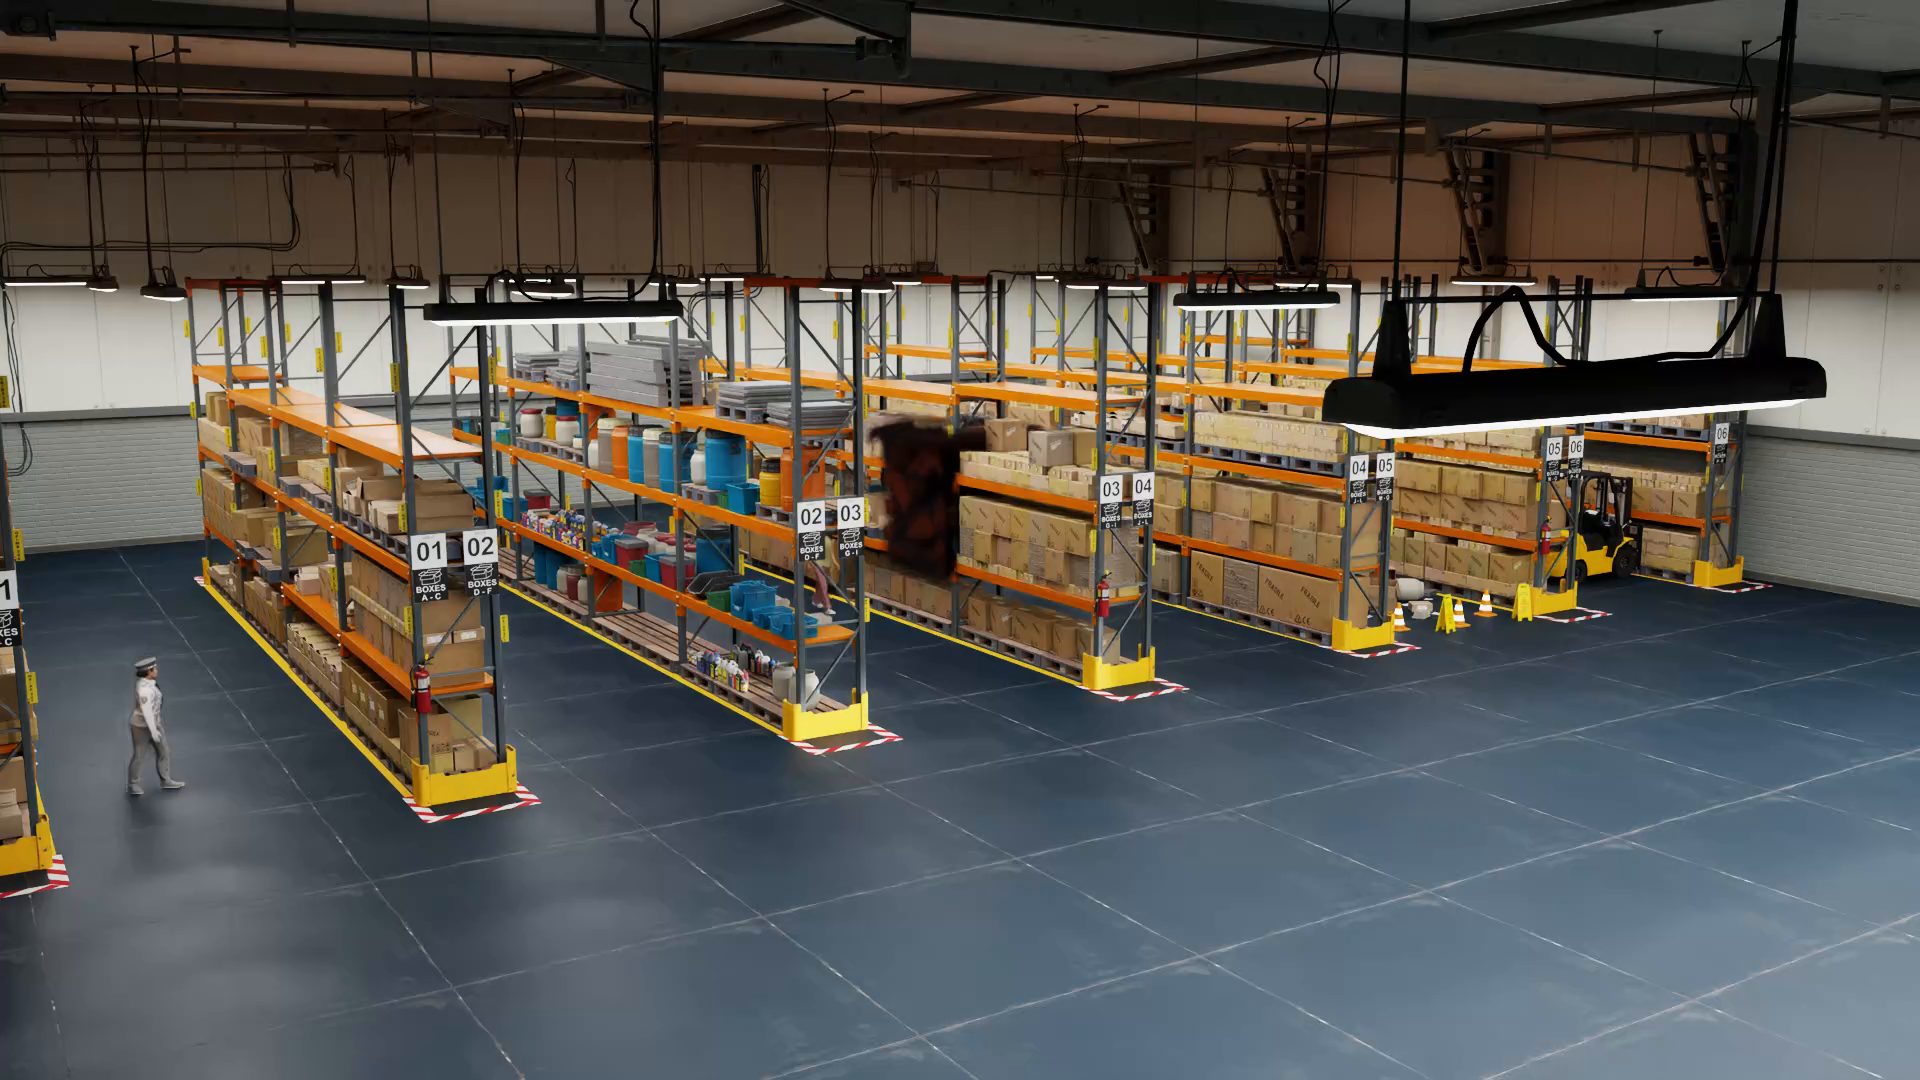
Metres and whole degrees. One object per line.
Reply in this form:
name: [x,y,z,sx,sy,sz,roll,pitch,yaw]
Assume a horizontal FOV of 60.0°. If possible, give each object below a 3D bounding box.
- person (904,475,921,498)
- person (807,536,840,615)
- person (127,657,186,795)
person: [-0.949,-0.647,36.646,0.624,1.637,1.032,-5,11,-26]
person: [-2.357,0.443,28.678,0.562,1.630,0.986,-6,12,-34]
person: [-9.709,2.219,19.858,0.611,1.660,0.516,0,10,-1]
